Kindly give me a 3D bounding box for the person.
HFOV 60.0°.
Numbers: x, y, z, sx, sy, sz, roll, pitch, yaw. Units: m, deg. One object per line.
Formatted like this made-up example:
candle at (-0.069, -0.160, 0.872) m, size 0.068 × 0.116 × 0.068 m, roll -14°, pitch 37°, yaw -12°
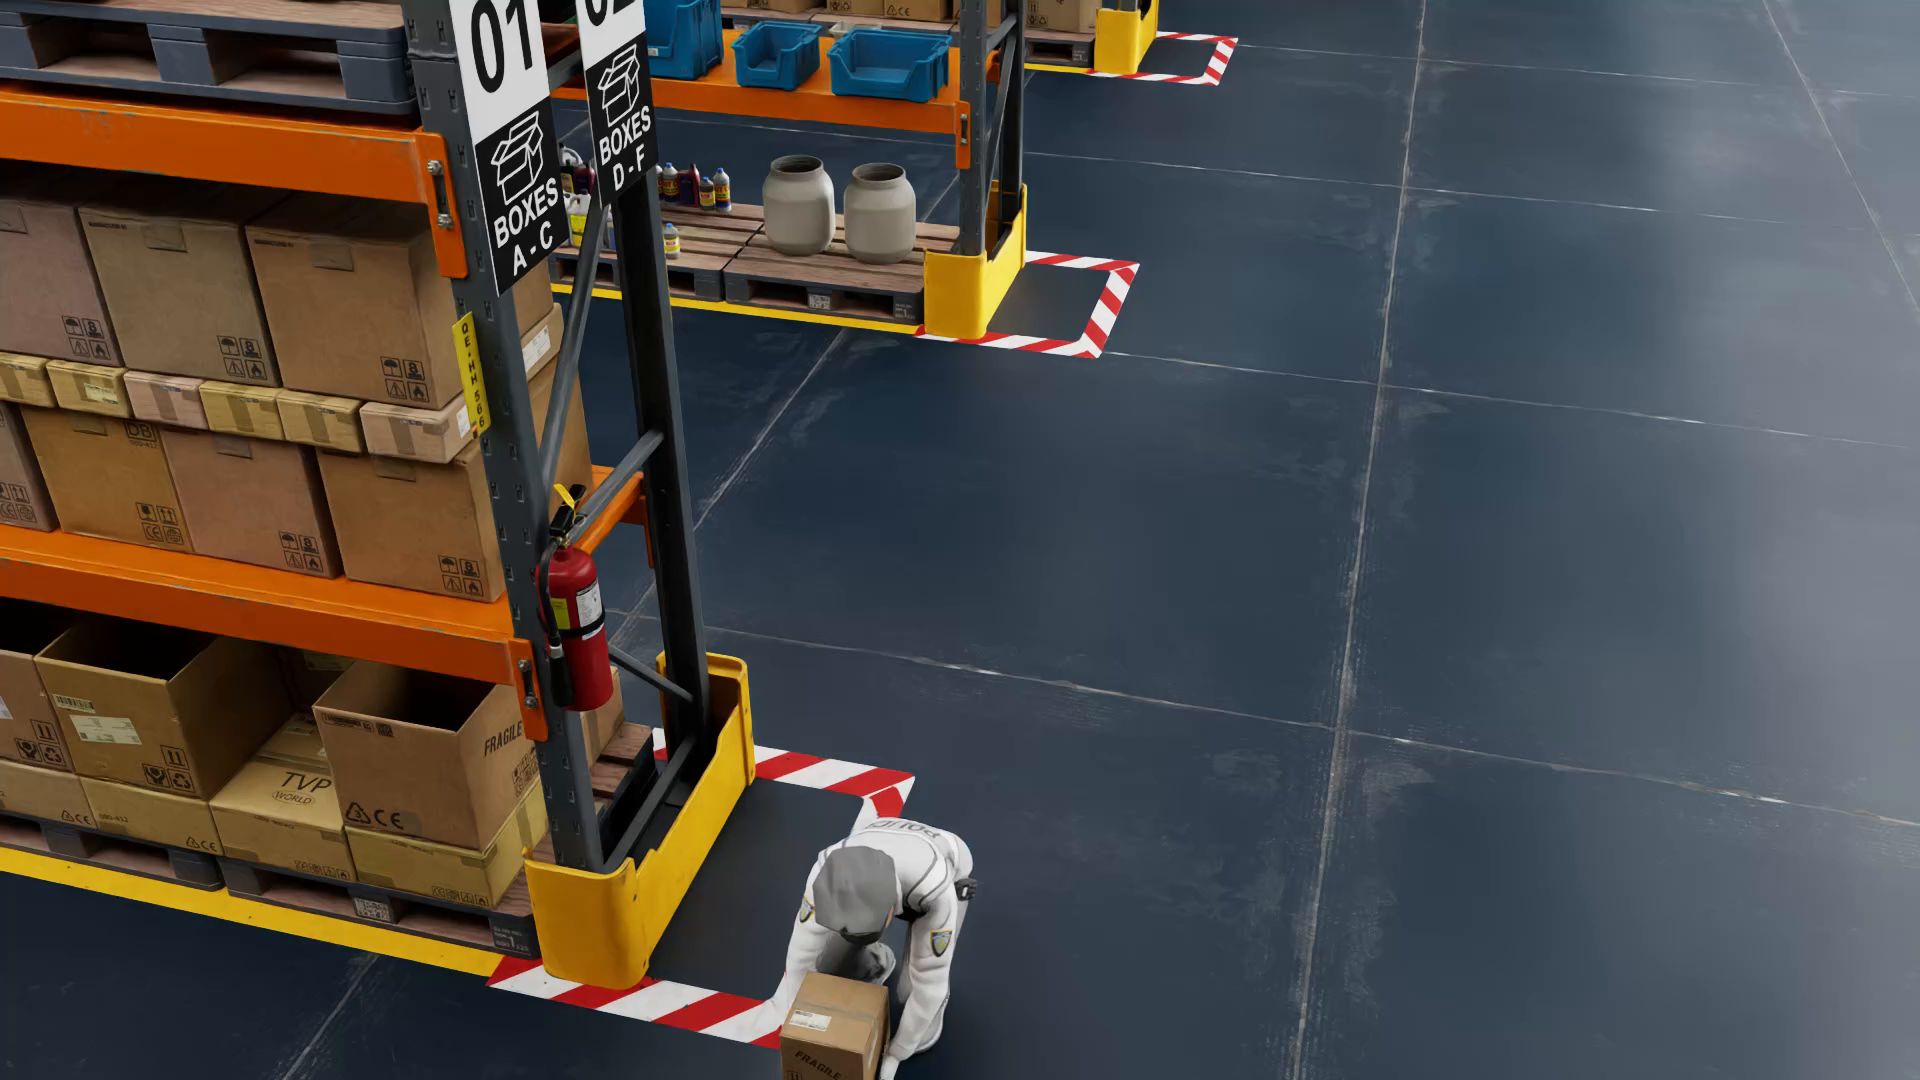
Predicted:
person at (-0.216, 1.161, 5.003) m, size 0.503 × 0.965 × 0.826 m, roll 13°, pitch 35°, yaw 19°
